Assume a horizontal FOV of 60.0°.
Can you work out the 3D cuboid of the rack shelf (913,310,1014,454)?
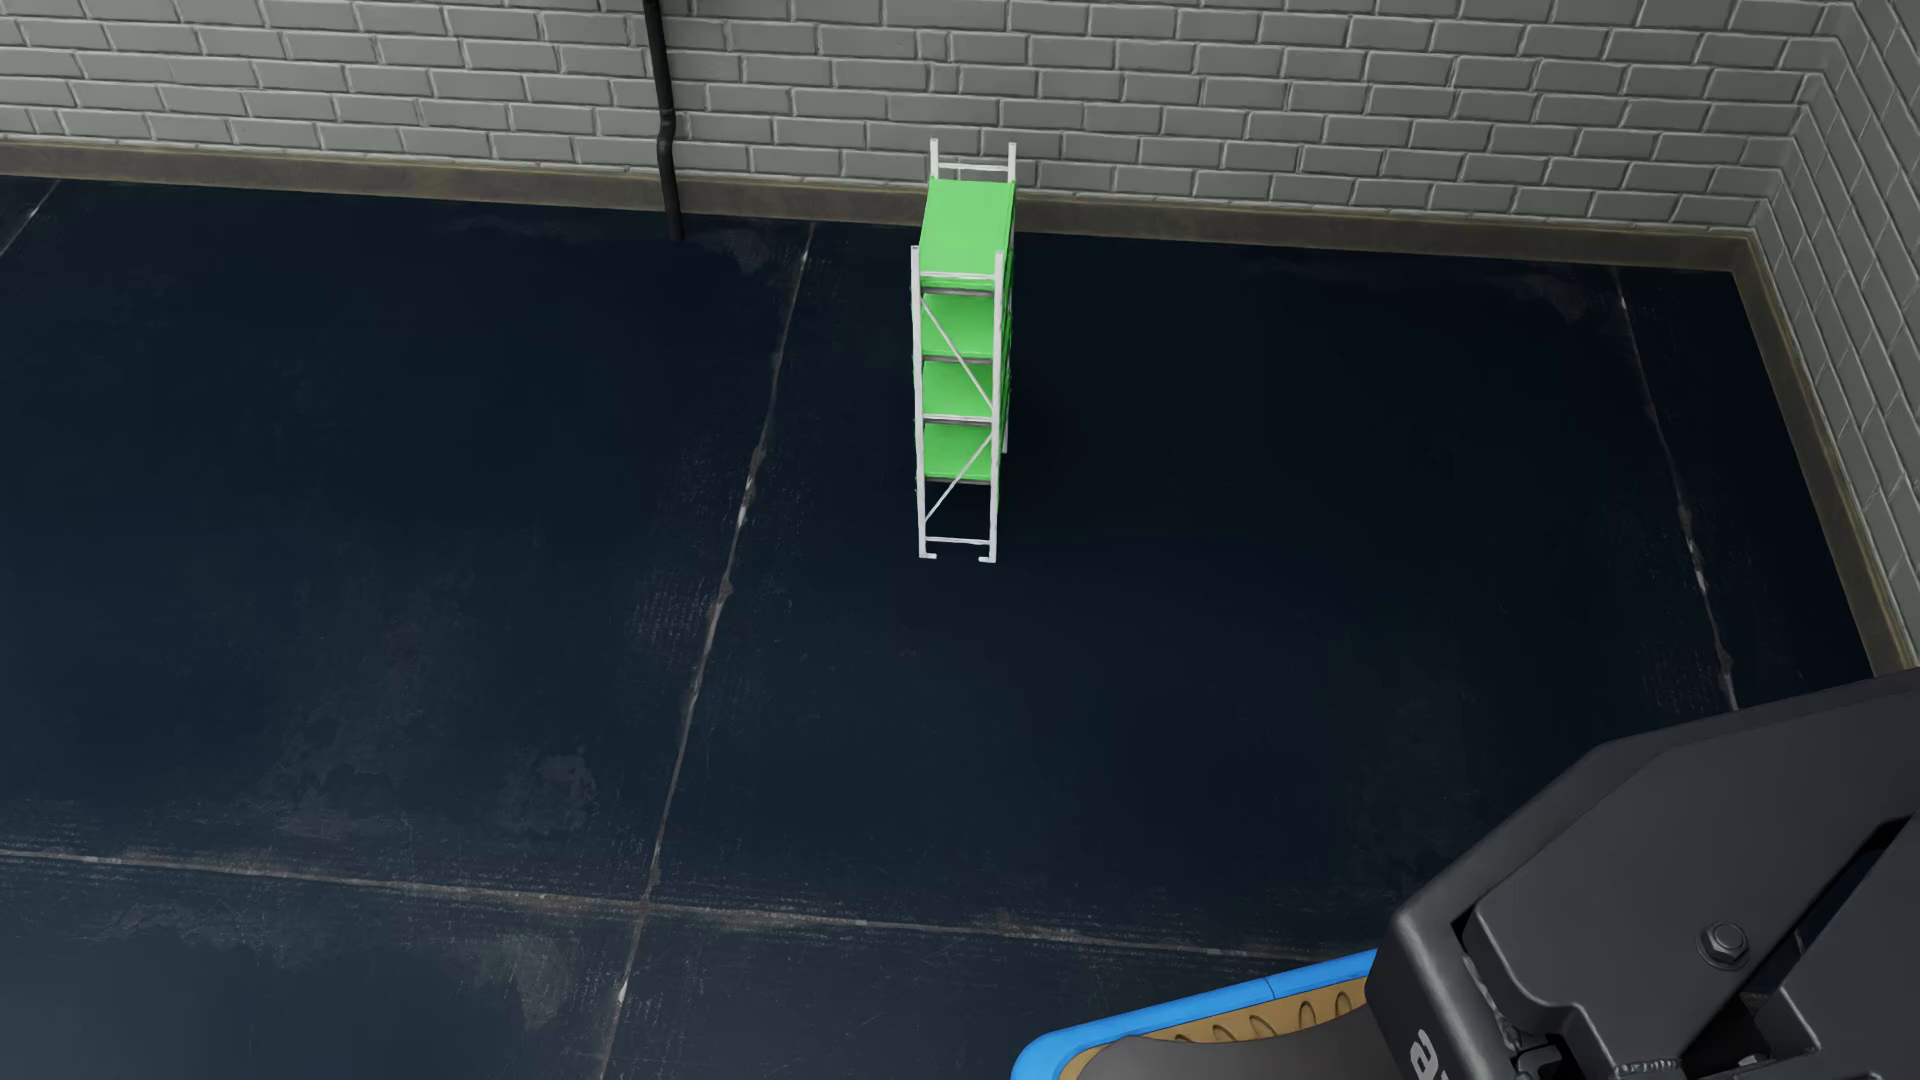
[{"bbox_3d":[0.015,-0.483,4.966,0.258,0.148,0.480,4,48,4],"label":"rack shelf"}]

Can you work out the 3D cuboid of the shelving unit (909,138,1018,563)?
[{"bbox_3d":[0.015,-0.527,4.919,0.258,1.200,0.503,4,48,4],"label":"shelving unit"}]

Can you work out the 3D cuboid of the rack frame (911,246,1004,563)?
[{"bbox_3d":[-0.007,-0.347,4.755,0.240,1.200,0.015,4,48,4],"label":"rack frame"}]

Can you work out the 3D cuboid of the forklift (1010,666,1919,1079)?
[{"bbox_3d":[0.952,1.596,1.804,1.130,2.935,3.031,-11,49,-10],"label":"forklift"}]

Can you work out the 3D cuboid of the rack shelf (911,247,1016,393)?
[{"bbox_3d":[0.015,-0.645,4.789,0.258,0.148,0.480,4,48,4],"label":"rack shelf"}]

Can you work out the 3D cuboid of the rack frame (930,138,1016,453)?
[{"bbox_3d":[0.037,-0.706,5.083,0.240,1.200,0.015,4,48,4],"label":"rack frame"}]

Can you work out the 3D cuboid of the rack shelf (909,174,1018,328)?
[{"bbox_3d":[0.015,-0.807,4.611,0.258,0.148,0.480,4,48,4],"label":"rack shelf"}]

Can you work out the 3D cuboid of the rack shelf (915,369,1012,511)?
[{"bbox_3d":[0.015,-0.321,5.143,0.258,0.148,0.480,4,48,4],"label":"rack shelf"}]

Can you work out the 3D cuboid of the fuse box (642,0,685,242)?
[{"bbox_3d":[-1.046,-1.702,5.647,0.539,1.711,0.414,4,48,4],"label":"fuse box"}]
